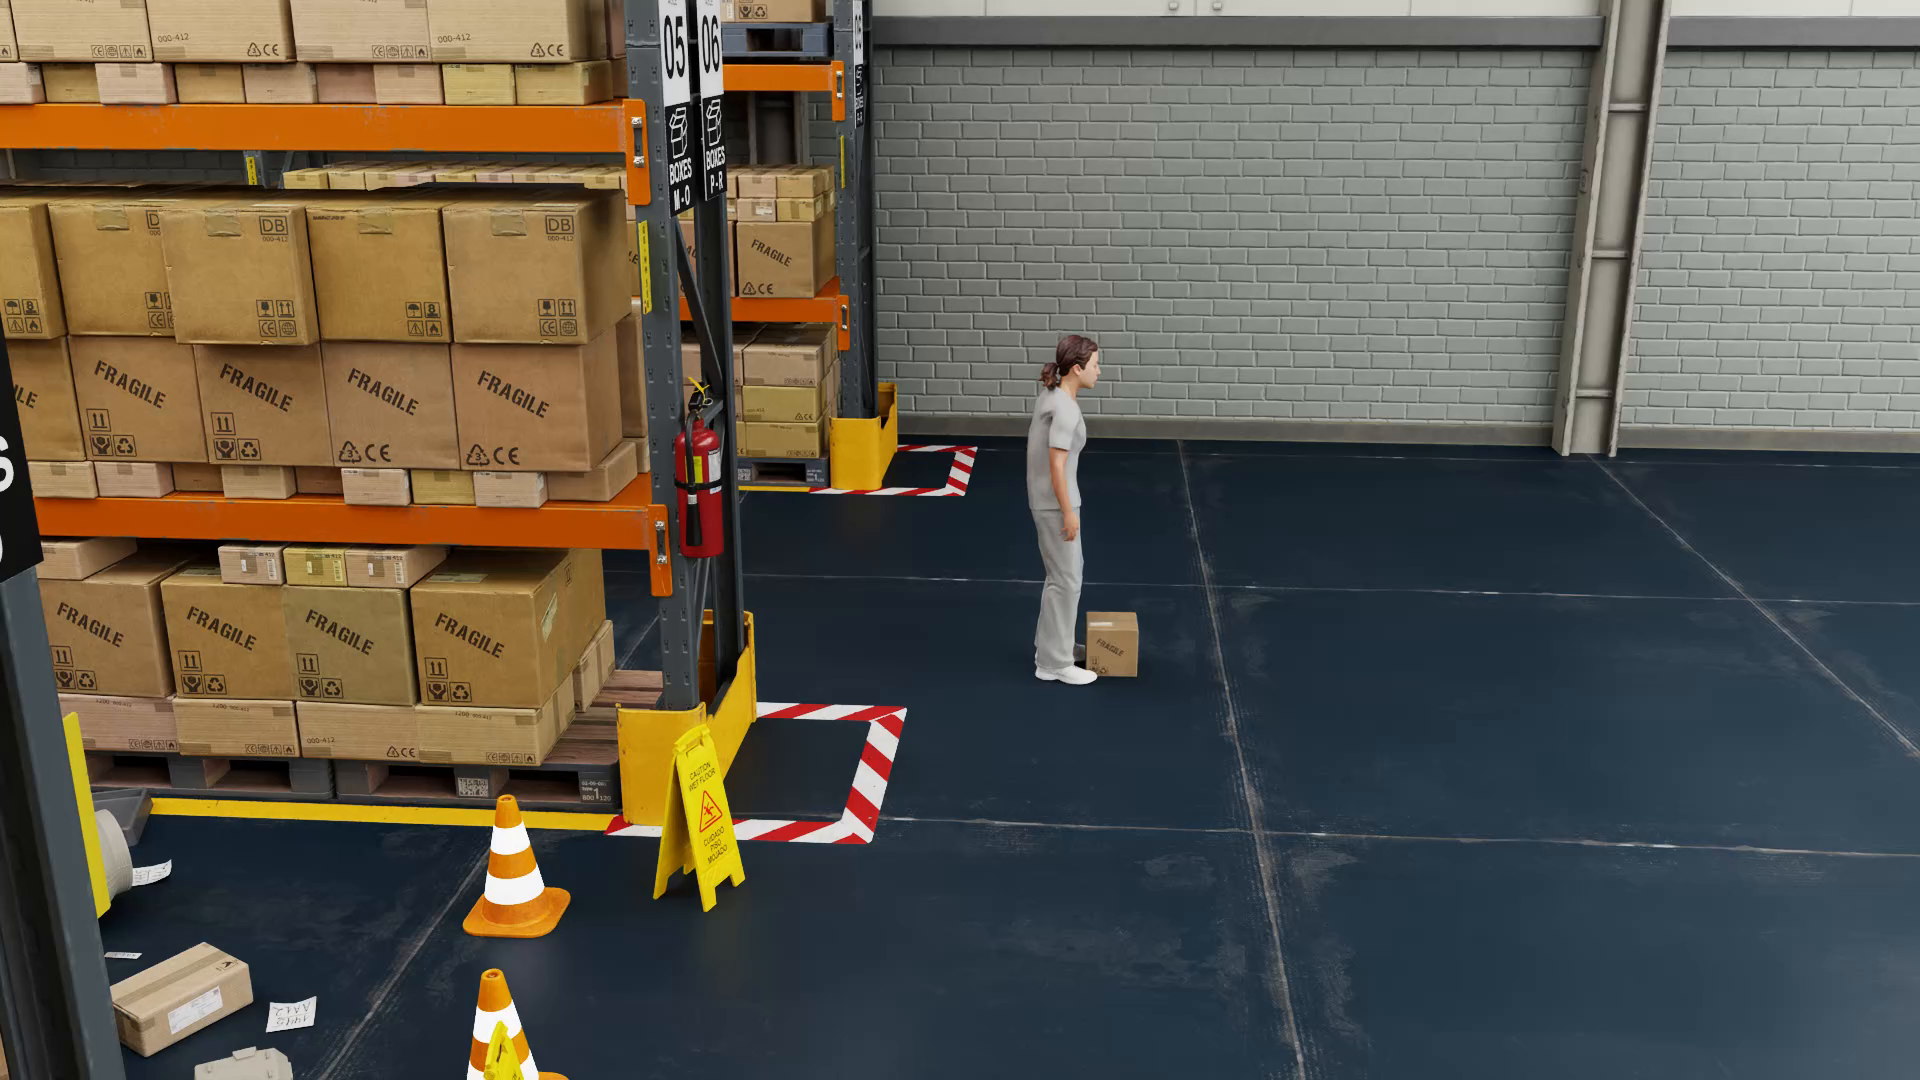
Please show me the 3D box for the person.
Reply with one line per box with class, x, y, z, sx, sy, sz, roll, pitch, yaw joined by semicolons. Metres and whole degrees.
person;0.503;-0.162;8.066;0.362;1.671;0.504;0;18;1
